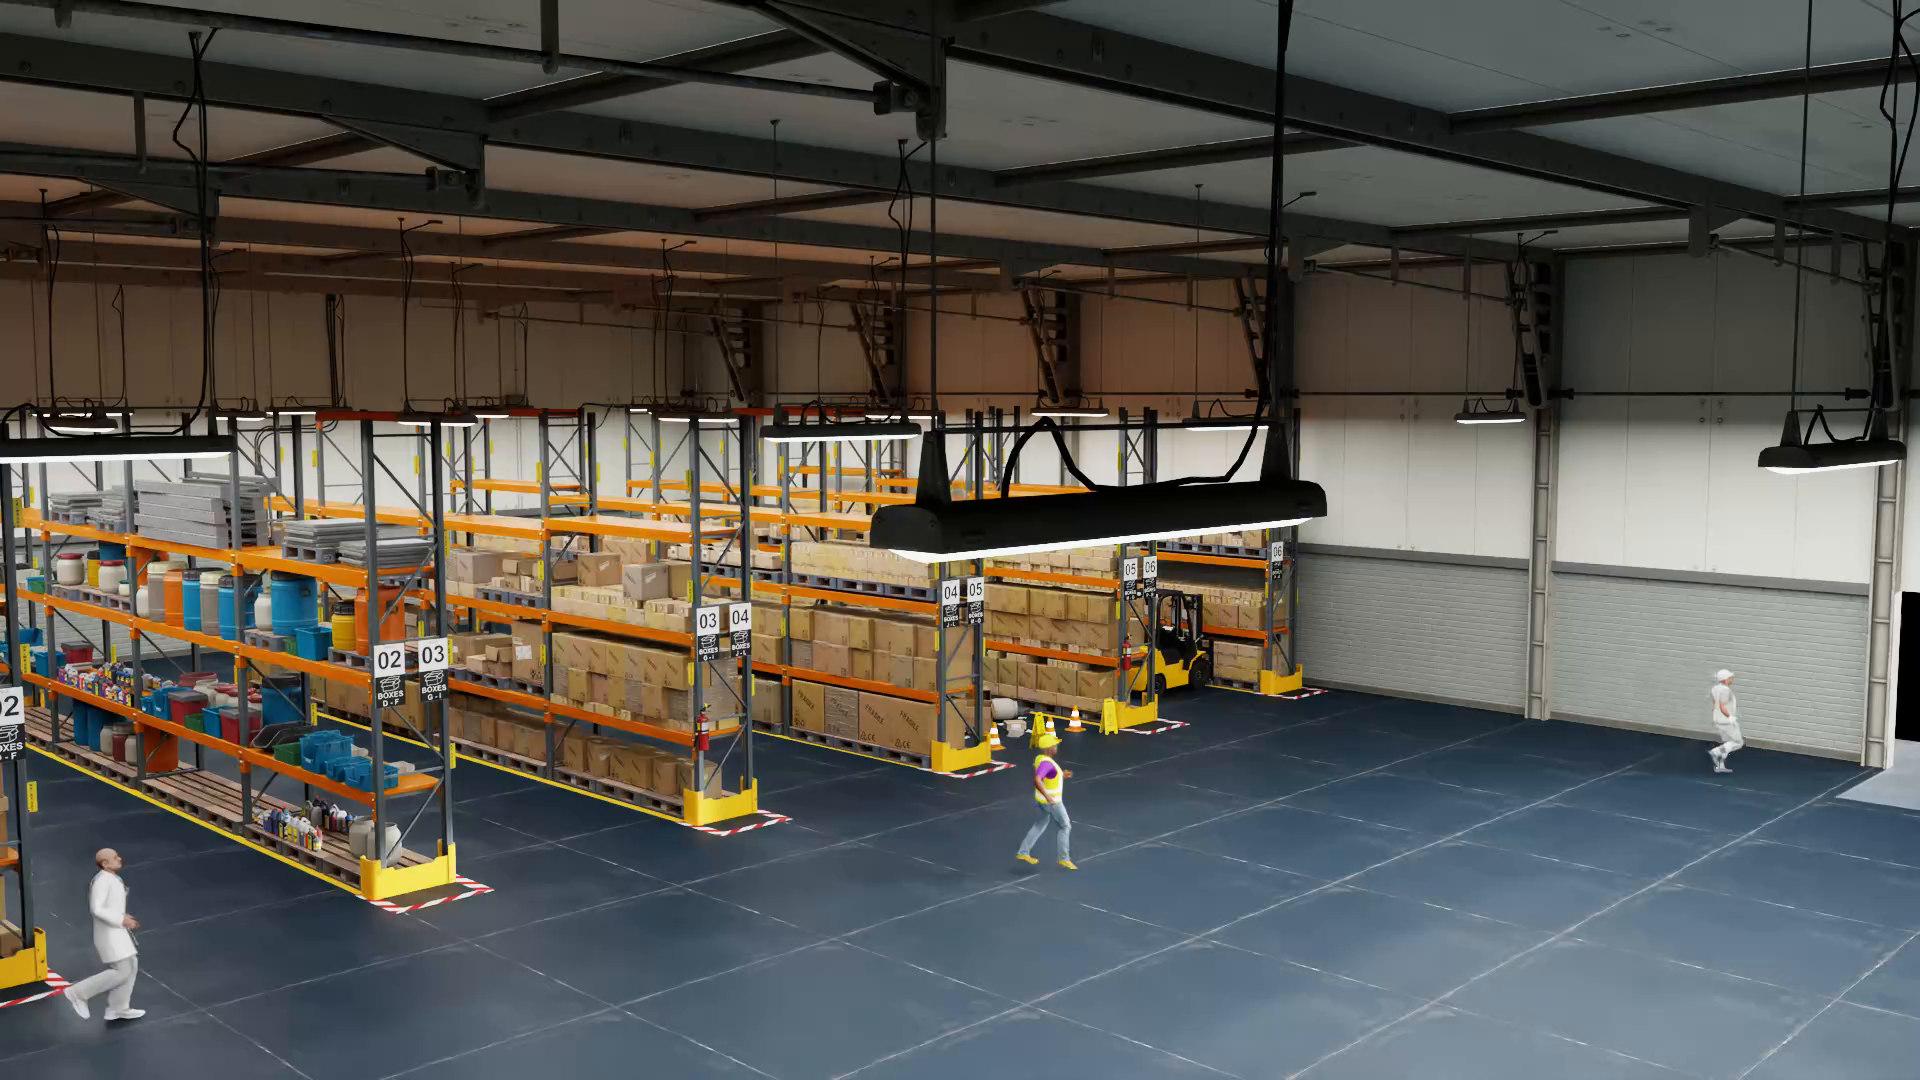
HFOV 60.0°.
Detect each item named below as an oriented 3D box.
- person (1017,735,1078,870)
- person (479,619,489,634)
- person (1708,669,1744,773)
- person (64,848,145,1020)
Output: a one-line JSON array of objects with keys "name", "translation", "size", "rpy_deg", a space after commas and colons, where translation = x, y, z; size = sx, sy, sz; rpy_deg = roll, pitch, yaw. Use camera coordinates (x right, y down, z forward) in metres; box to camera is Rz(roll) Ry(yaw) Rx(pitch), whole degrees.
[{"name": "person", "translation": [1.158, 3.490, 22.050], "size": [0.807, 1.823, 0.677], "rpy_deg": [-2, 5, -17]}, {"name": "person", "translation": [-11.712, 1.952, 40.825], "size": [0.697, 1.571, 0.533], "rpy_deg": [-4, 7, -40]}, {"name": "person", "translation": [12.737, 3.015, 27.656], "size": [0.578, 1.735, 0.657], "rpy_deg": [0, 5, 3]}, {"name": "person", "translation": [-8.661, 3.986, 16.808], "size": [0.707, 1.742, 0.732], "rpy_deg": [-2, 6, -24]}]
